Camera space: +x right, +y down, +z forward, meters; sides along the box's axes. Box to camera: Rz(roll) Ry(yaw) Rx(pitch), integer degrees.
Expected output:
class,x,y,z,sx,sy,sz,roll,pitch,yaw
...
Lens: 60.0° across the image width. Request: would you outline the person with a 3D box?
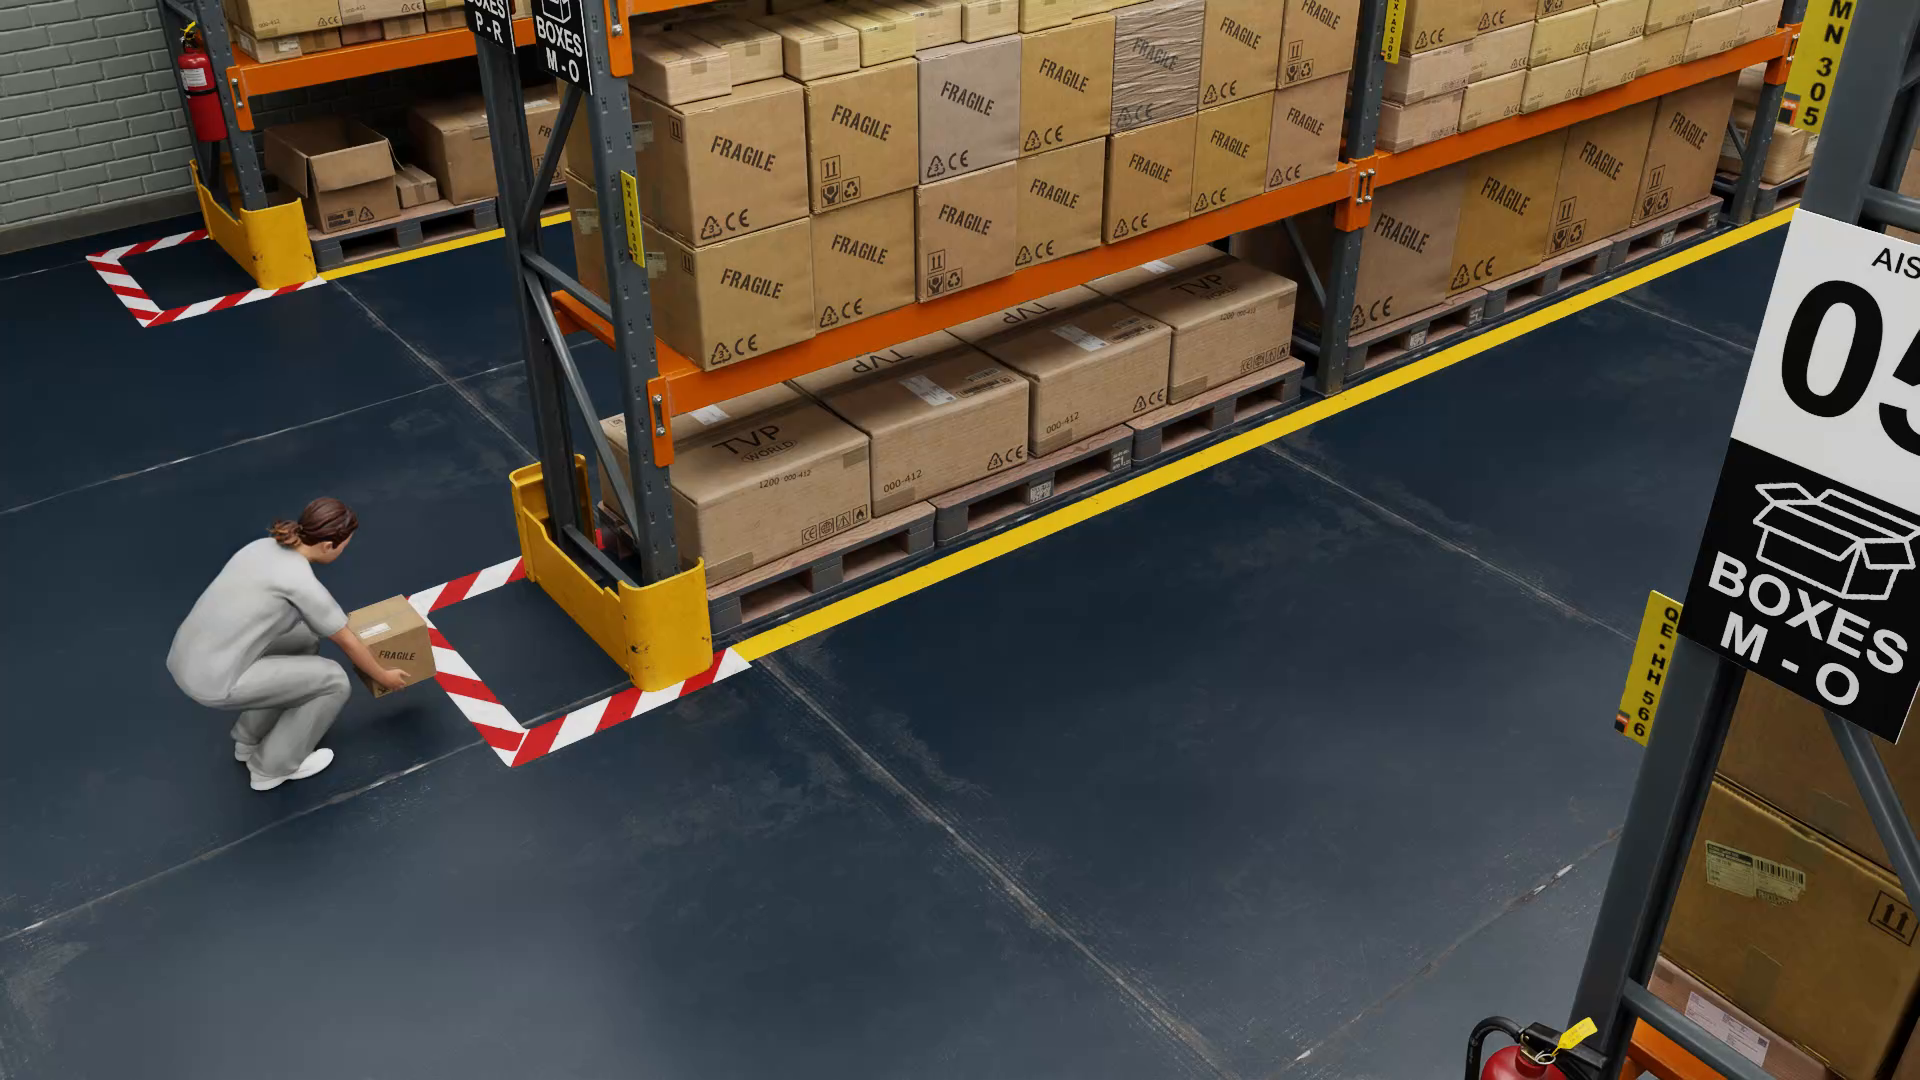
class,x,y,z,sx,sy,sz,roll,pitch,yaw
person,-2.525,0.377,6.185,0.785,0.991,0.484,-23,39,-31
